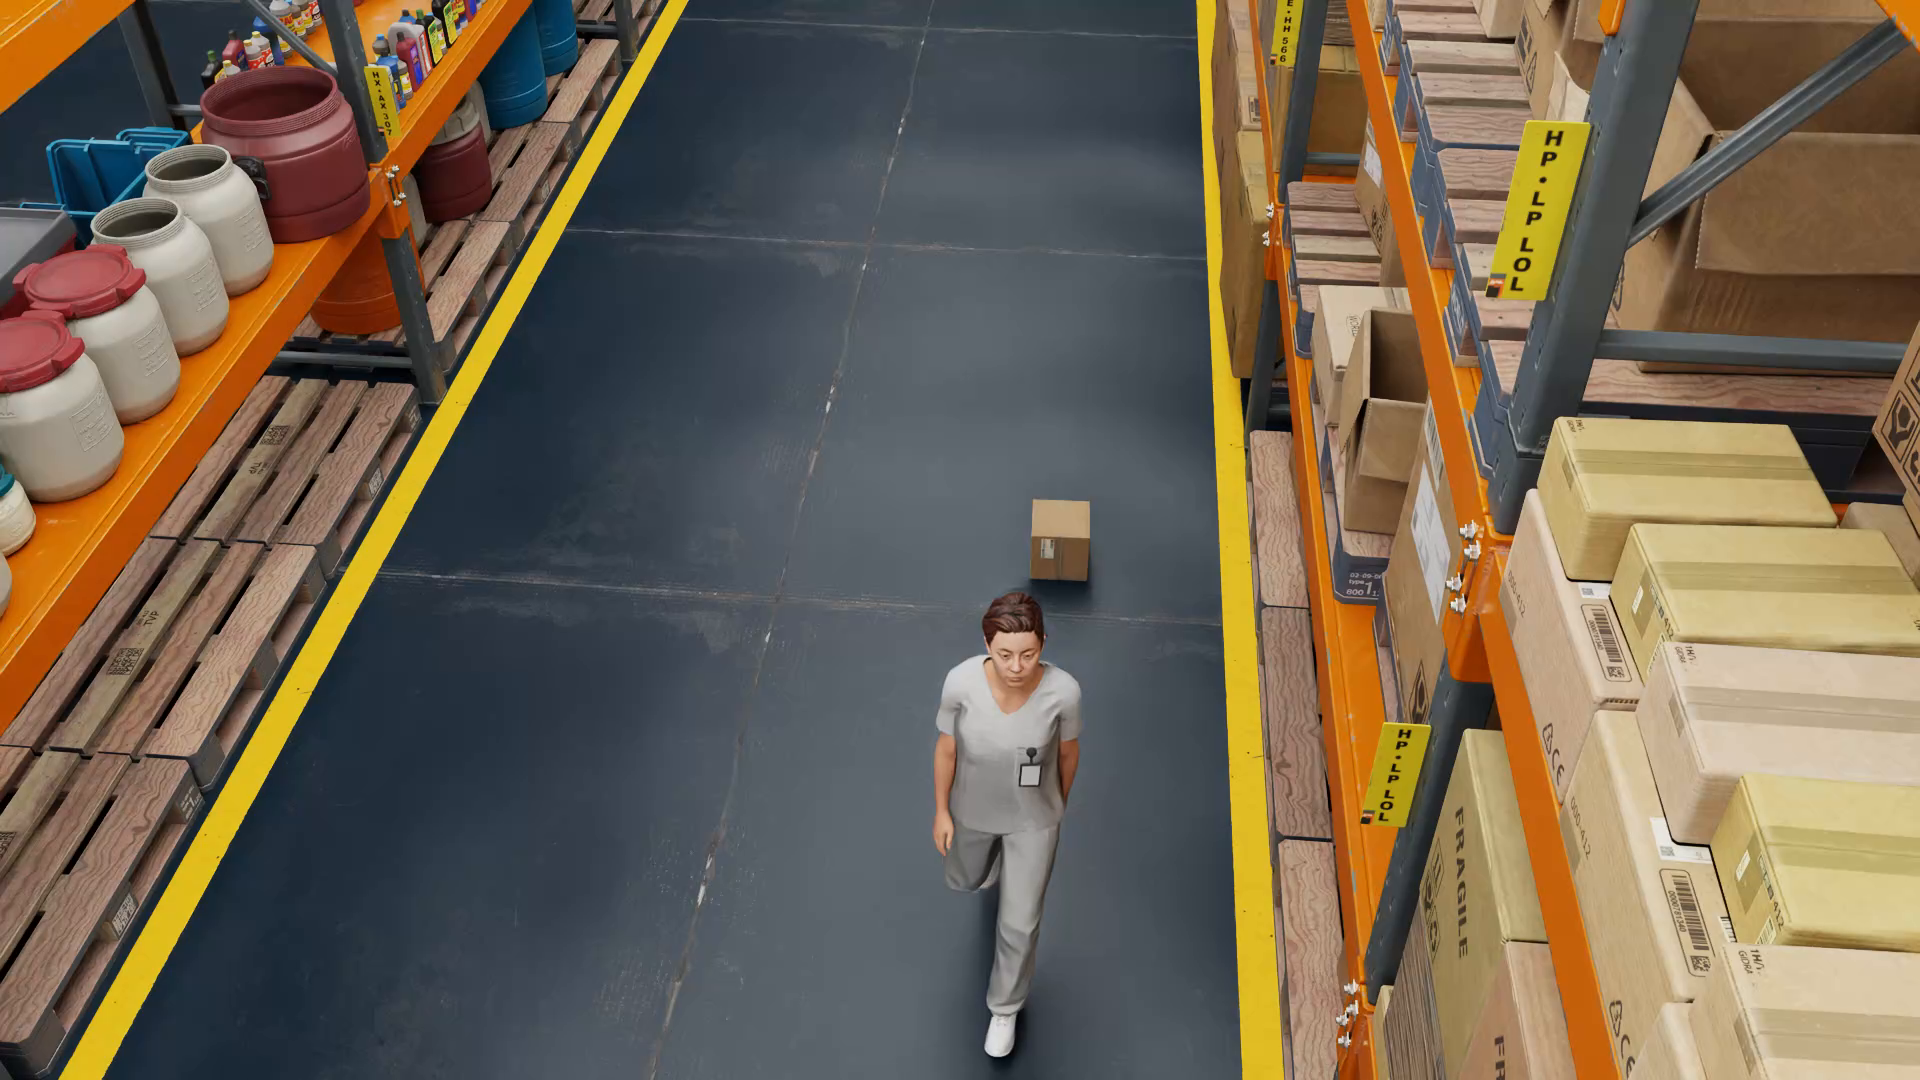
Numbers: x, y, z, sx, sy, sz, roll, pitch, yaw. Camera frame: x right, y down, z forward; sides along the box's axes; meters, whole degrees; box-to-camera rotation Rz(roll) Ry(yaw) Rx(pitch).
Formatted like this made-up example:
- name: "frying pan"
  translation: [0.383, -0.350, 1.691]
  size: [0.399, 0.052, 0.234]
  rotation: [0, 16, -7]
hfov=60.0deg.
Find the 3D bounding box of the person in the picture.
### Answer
- name: "person"
  translation: [0.148, 0.795, 5.202]
  size: [0.438, 1.635, 0.872]
  rotation: [7, 41, 8]
